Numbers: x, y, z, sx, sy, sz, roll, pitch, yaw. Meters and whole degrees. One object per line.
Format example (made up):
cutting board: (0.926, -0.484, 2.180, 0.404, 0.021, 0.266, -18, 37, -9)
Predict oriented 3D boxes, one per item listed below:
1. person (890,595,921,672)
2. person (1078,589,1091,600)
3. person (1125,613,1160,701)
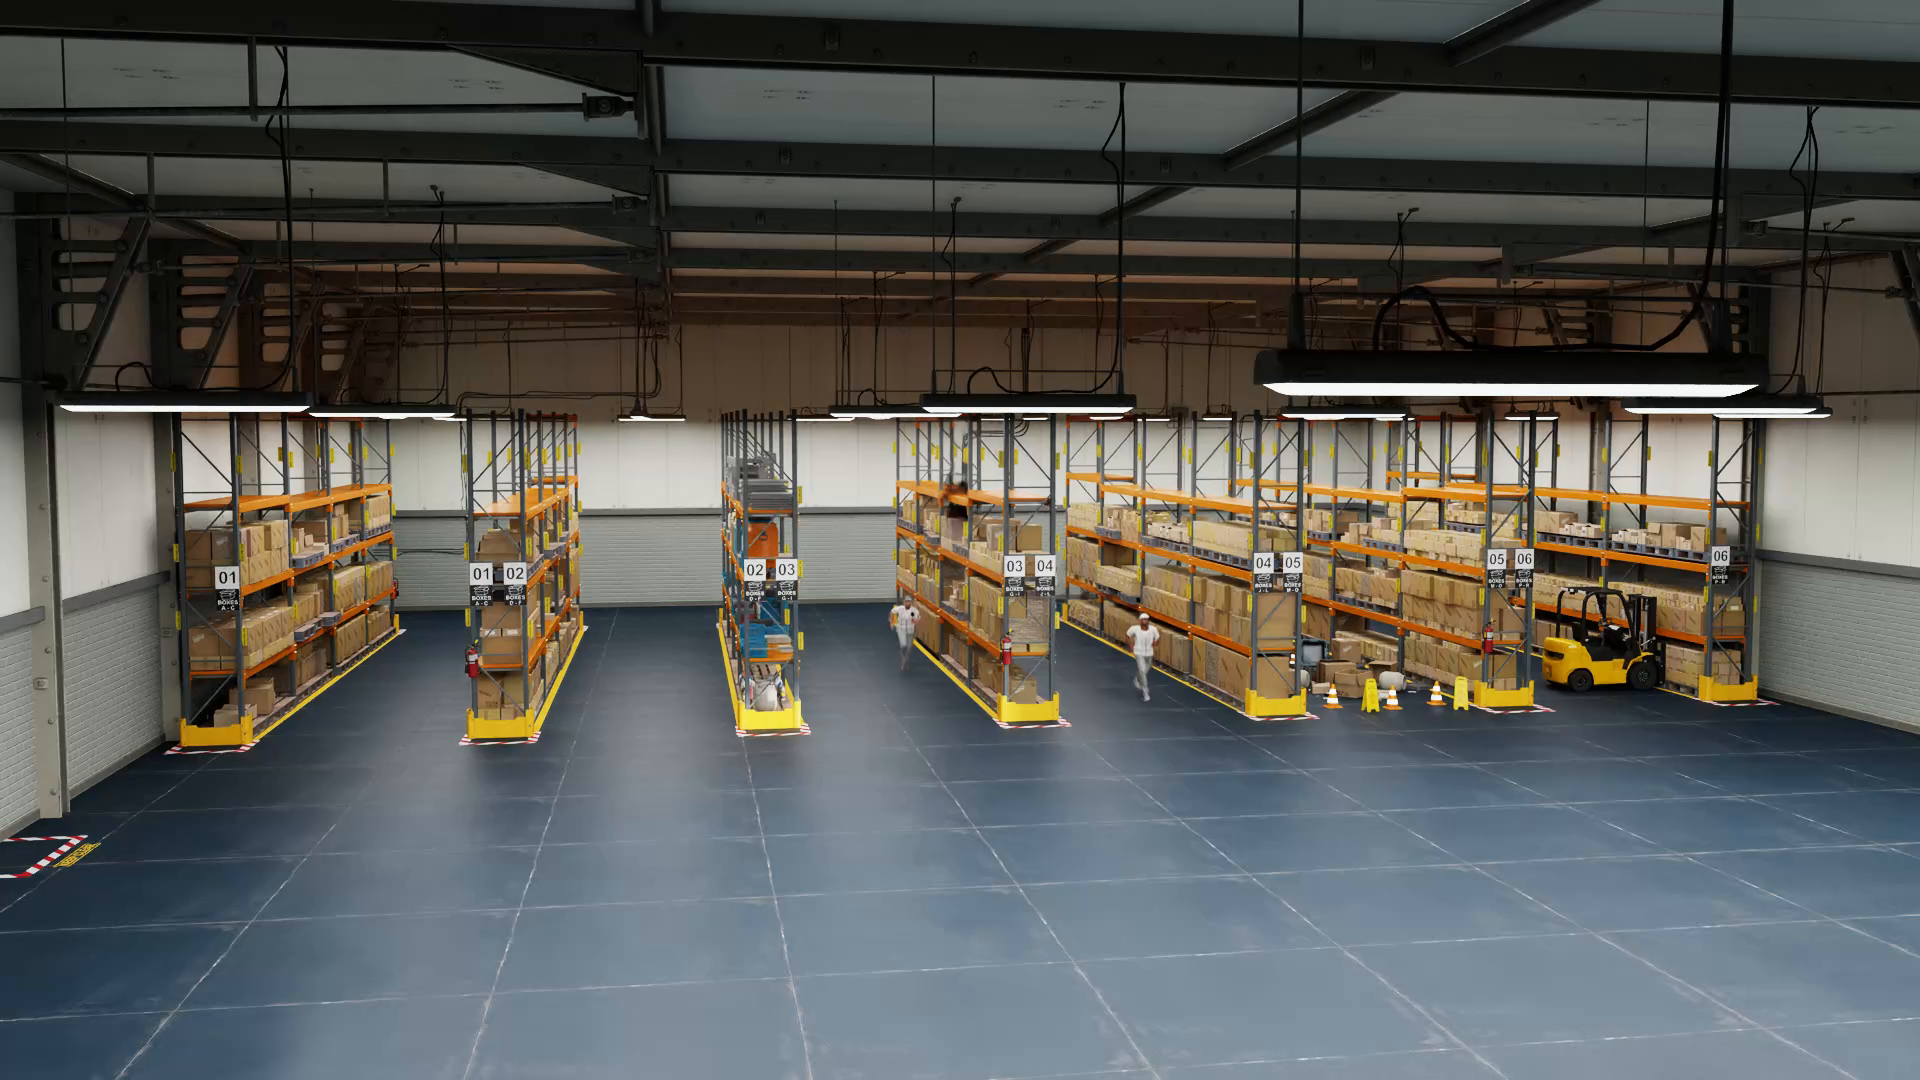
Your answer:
person: (-1.254, 2.160, 38.572, 0.690, 1.797, 0.834, -1, 4, -9)
person: (3.798, 1.413, 49.965, 0.800, 1.667, 0.680, 0, 4, -6)
person: (3.867, 2.417, 34.867, 0.661, 1.796, 1.102, -1, 4, -18)
